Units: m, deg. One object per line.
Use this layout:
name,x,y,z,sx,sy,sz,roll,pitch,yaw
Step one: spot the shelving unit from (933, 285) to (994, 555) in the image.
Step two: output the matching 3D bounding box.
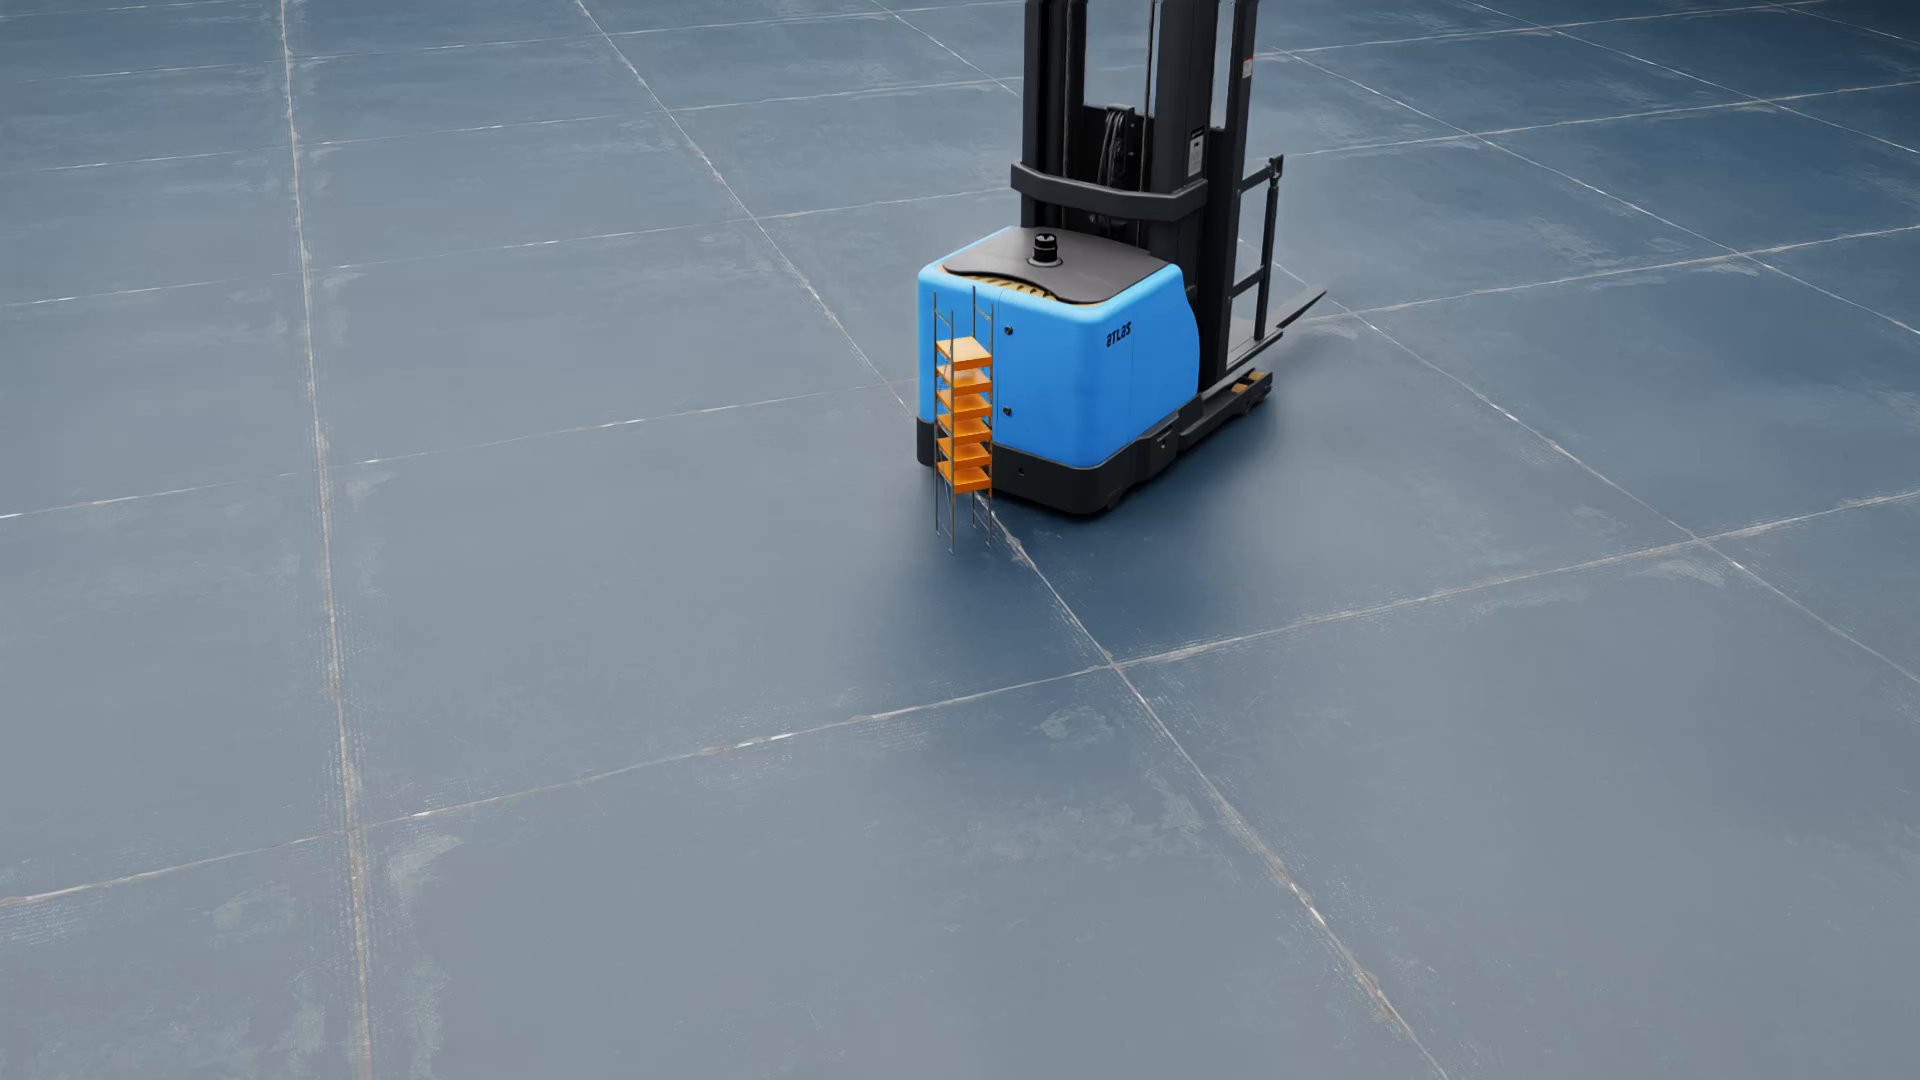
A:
shelving unit,0.014,-0.524,7.457,0.189,1.200,0.258,-10,31,-18

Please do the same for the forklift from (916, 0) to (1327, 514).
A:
forklift,1.047,-2.072,8.426,1.130,2.935,3.031,19,35,30

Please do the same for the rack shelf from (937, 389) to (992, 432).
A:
rack shelf,0.014,-0.589,7.420,0.180,0.103,0.258,-10,31,-18

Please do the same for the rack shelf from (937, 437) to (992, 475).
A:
rack shelf,0.014,-0.381,7.539,0.180,0.103,0.258,-10,31,-18

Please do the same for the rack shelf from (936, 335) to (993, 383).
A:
rack shelf,0.014,-0.798,7.301,0.180,0.103,0.258,-10,31,-18

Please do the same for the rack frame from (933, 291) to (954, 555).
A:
rack frame,-0.072,-0.508,7.430,0.006,1.200,0.240,-10,31,-18

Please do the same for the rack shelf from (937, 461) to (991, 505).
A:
rack shelf,0.014,-0.277,7.598,0.180,0.103,0.258,-10,31,-18

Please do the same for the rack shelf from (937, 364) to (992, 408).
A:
rack shelf,0.014,-0.694,7.361,0.180,0.103,0.258,-10,31,-18

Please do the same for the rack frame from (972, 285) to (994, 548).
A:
rack frame,0.099,-0.540,7.485,0.006,1.200,0.240,-10,31,-18

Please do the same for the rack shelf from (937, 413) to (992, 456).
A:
rack shelf,0.014,-0.485,7.479,0.180,0.103,0.258,-10,31,-18
